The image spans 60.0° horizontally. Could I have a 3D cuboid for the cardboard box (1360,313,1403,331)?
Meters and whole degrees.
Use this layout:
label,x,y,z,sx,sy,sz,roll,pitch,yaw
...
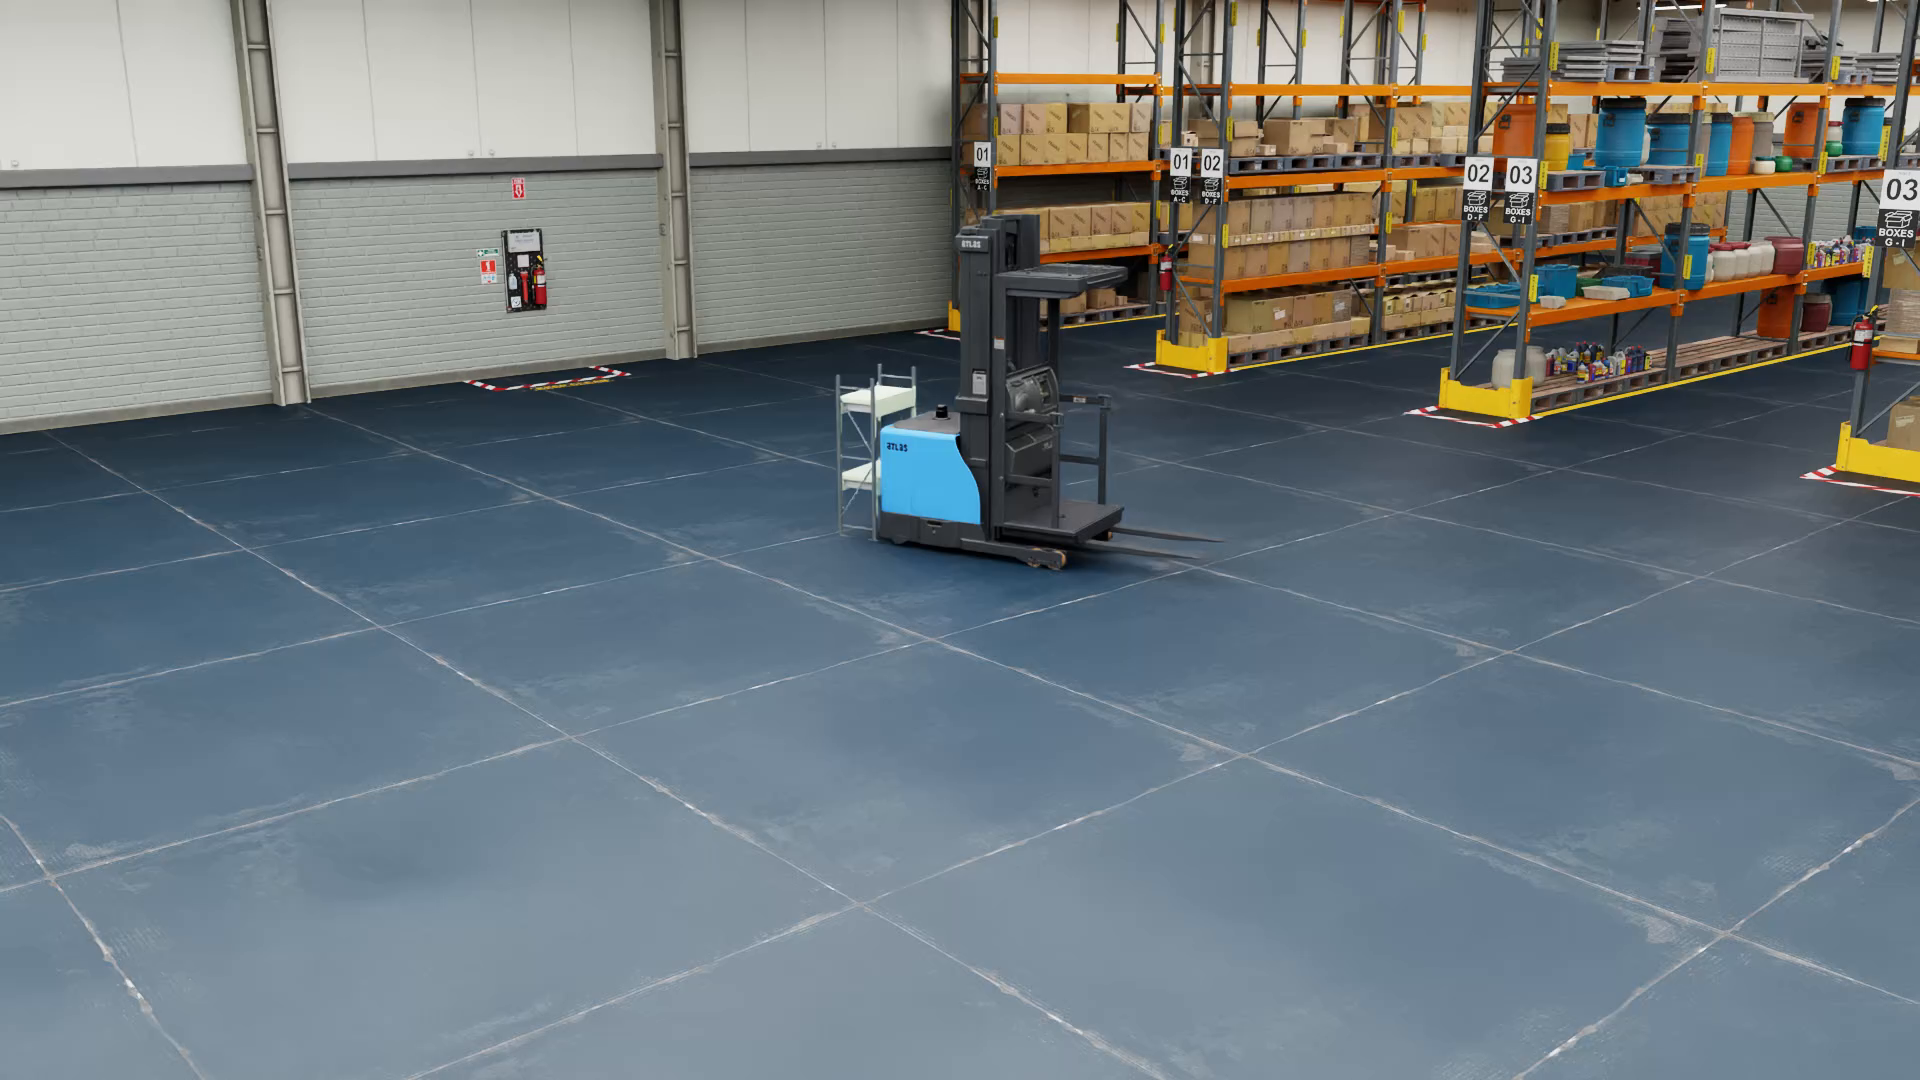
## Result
label,x,y,z,sx,sy,sz,roll,pitch,yaw
cardboard box,6.968,-3.626,27.528,0.500,0.250,0.500,-13,20,-41

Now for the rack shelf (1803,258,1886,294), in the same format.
label,x,y,z,sx,sy,sz,roll,pitch,yaw
rack shelf,14.276,-4.436,27.437,4.000,0.370,1.077,-13,19,-39

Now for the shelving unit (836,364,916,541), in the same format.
label,x,y,z,sx,sy,sz,roll,pitch,yaw
shelving unit,-0.766,-0.823,15.426,0.431,1.500,0.755,8,17,27

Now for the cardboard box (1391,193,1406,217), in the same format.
label,x,y,z,sx,sy,sz,roll,pitch,yaw
cardboard box,9.099,-7.125,35.303,0.500,0.500,0.500,-13,20,-40

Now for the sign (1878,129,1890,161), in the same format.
label,x,y,z,sx,sy,sz,roll,pitch,yaw
sign,9.634,-4.113,17.309,0.005,0.325,0.100,-13,19,-39

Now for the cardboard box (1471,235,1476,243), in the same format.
label,x,y,z,sx,sy,sz,roll,pitch,yaw
cardboard box,8.717,-5.252,29.274,0.500,0.311,0.500,-13,20,-40

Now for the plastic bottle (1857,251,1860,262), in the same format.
label,x,y,z,sx,sy,sz,roll,pitch,yaw
plastic bottle,14.698,-4.662,27.276,0.097,0.201,0.097,0,15,0

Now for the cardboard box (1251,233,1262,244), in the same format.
label,x,y,z,sx,sy,sz,roll,pitch,yaw
cardboard box,4.307,-4.528,24.937,0.250,0.149,0.380,-13,19,-39

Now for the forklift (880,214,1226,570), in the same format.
label,x,y,z,sx,sy,sz,roll,pitch,yaw
forklift,0.816,-1.314,14.490,3.031,2.935,1.130,8,17,27

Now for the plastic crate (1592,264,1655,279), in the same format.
label,x,y,z,sx,sy,sz,roll,pitch,yaw
plastic crate,9.271,-3.673,23.308,0.504,0.338,0.767,-13,19,-39

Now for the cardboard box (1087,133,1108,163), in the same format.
label,x,y,z,sx,sy,sz,roll,pitch,yaw
cardboard box,2.245,-6.885,29.166,0.500,0.500,0.500,-14,20,-41

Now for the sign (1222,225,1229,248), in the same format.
label,x,y,z,sx,sy,sz,roll,pitch,yaw
sign,3.843,-4.402,24.085,0.005,0.325,0.100,-13,19,-39

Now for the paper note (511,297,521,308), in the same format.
label,x,y,z,sx,sy,sz,roll,pitch,yaw
paper note,-6.405,-3.435,24.004,0.142,0.148,0.016,-13,19,-39

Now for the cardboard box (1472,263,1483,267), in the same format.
label,x,y,z,sx,sy,sz,roll,pitch,yaw
cardboard box,11.459,-6.501,37.804,0.500,0.500,0.700,-13,20,-40

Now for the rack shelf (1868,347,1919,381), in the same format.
label,x,y,z,sx,sy,sz,roll,pitch,yaw
rack shelf,11.492,-2.116,18.754,4.000,0.370,1.077,-13,19,-39

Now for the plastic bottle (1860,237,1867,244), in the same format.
label,x,y,z,sx,sy,sz,roll,pitch,yaw
plastic bottle,15.072,-4.876,27.786,0.185,0.351,0.144,-13,19,-39

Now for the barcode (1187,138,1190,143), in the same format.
label,x,y,z,sx,sy,sz,roll,pitch,yaw
barcode,3.394,-5.929,24.696,0.075,0.075,0.001,-13,19,-39

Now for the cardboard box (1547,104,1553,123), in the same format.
label,x,y,z,sx,sy,sz,roll,pitch,yaw
cardboard box,10.236,-7.549,29.755,0.500,0.500,0.500,-13,19,-39

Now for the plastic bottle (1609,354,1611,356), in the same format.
label,x,y,z,sx,sy,sz,roll,pitch,yaw
plastic bottle,8.978,-2.430,22.946,0.133,0.283,0.061,-13,19,-39

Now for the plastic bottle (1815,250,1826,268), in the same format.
label,x,y,z,sx,sy,sz,roll,pitch,yaw
plastic bottle,13.655,-4.473,26.424,0.135,0.276,0.152,-13,19,-39

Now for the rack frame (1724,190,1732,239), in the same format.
label,x,y,z,sx,sy,sz,roll,pitch,yaw
rack frame,15.553,-6.765,34.762,0.127,3.000,1.000,-13,19,-39

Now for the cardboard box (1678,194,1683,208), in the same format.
label,x,y,z,sx,sy,sz,roll,pitch,yaw
cardboard box,14.242,-6.906,33.159,0.500,0.500,0.500,-12,19,-38

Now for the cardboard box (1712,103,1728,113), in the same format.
label,x,y,z,sx,sy,sz,roll,pitch,yaw
cardboard box,15.177,-8.655,33.896,0.500,0.500,0.700,-13,19,-39

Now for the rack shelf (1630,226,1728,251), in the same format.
label,x,y,z,sx,sy,sz,roll,pitch,yaw
rack shelf,14.045,-6.078,33.587,4.000,0.370,1.077,-13,19,-39

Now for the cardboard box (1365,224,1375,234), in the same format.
label,x,y,z,sx,sy,sz,roll,pitch,yaw
cardboard box,6.436,-5.006,26.727,0.250,0.149,0.380,-13,20,-39

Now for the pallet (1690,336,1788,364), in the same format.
label,x,y,z,sx,sy,sz,roll,pitch,yaw
pallet,12.157,-2.973,25.973,1.213,0.211,1.003,-13,19,-39

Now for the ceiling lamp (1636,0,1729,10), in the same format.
label,x,y,z,sx,sy,sz,roll,pitch,yaw
ceiling lamp,15.982,-13.410,36.704,0.800,3.185,2.000,-13,19,-39

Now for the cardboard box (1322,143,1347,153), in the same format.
label,x,y,z,sx,sy,sz,roll,pitch,yaw
cardboard box,5.770,-6.073,25.761,0.250,0.149,0.380,-13,19,-39

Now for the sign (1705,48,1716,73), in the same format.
label,x,y,z,sx,sy,sz,roll,pitch,yaw
sign,10.102,-6.455,22.384,0.005,0.325,0.100,-13,19,-39

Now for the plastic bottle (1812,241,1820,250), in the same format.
label,x,y,z,sx,sy,sz,roll,pitch,yaw
plastic bottle,14.312,-4.862,27.879,0.135,0.276,0.152,-13,19,-39

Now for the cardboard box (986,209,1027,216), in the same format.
label,x,y,z,sx,sy,sz,roll,pitch,yaw
cardboard box,0.786,-5.340,28.227,0.500,0.500,0.500,-13,19,-39

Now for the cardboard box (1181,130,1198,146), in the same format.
label,x,y,z,sx,sy,sz,roll,pitch,yaw
cardboard box,4.176,-7.486,31.009,0.500,0.311,0.500,-12,19,-38

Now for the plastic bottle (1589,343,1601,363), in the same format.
label,x,y,z,sx,sy,sz,roll,pitch,yaw
plastic bottle,8.963,-2.616,23.510,0.185,0.351,0.144,-13,19,-39

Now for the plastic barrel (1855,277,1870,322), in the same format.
label,x,y,z,sx,sy,sz,roll,pitch,yaw
plastic barrel,15.363,-4.222,28.497,0.708,0.901,0.600,-13,19,-39

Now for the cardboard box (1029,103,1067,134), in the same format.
label,x,y,z,sx,sy,sz,roll,pitch,yaw
cardboard box,1.470,-7.190,28.373,0.500,0.500,0.500,-12,19,-38

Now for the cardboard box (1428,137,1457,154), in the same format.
label,x,y,z,sx,sy,sz,roll,pitch,yaw
cardboard box,7.983,-6.623,27.898,0.500,0.250,0.500,14,20,42

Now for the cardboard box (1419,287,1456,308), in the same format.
label,x,y,z,sx,sy,sz,roll,pitch,yaw
cardboard box,8.135,-4.159,28.437,0.500,0.311,0.500,-12,19,-38

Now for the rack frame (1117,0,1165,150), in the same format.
label,x,y,z,sx,sy,sz,roll,pitch,yaw
rack frame,3.246,-8.594,29.986,0.127,3.000,1.000,-13,19,-39

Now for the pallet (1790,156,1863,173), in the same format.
label,x,y,z,sx,sy,sz,roll,pitch,yaw
pallet,13.408,-5.913,26.127,1.213,0.211,1.003,-13,19,-39

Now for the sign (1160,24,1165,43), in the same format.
label,x,y,z,sx,sy,sz,roll,pitch,yaw
sign,3.589,-8.975,29.448,0.005,0.325,0.100,-13,19,-39

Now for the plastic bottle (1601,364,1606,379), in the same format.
label,x,y,z,sx,sy,sz,roll,pitch,yaw
plastic bottle,8.713,-2.288,22.573,0.097,0.201,0.097,0,15,0

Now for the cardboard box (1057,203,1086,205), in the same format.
label,x,y,z,sx,sy,sz,roll,pitch,yaw
cardboard box,1.982,-5.786,29.897,0.500,0.500,0.500,-12,19,-38

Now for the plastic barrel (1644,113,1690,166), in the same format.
label,x,y,z,sx,sy,sz,roll,pitch,yaw
plastic barrel,9.991,-5.587,23.568,0.708,0.901,0.600,-13,19,-39

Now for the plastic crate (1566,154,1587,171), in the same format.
label,x,y,z,sx,sy,sz,roll,pitch,yaw
plastic crate,7.973,-4.912,22.046,0.575,0.384,0.392,-13,19,-39

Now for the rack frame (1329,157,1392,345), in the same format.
label,x,y,z,sx,sy,sz,roll,pitch,yaw
rack frame,6.501,-4.732,27.152,0.127,3.000,1.000,-13,19,-39

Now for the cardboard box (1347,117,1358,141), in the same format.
label,x,y,z,sx,sy,sz,roll,pitch,yaw
cardboard box,7.748,-8.454,34.228,0.500,0.500,0.700,-13,20,-39

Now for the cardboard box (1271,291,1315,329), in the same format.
label,x,y,z,sx,sy,sz,roll,pitch,yaw
cardboard box,5.167,-3.592,25.946,0.500,0.500,0.500,-13,19,-39

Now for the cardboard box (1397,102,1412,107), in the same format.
label,x,y,z,sx,sy,sz,roll,pitch,yaw
cardboard box,9.655,-9.205,35.915,0.500,0.500,0.500,-13,20,-40

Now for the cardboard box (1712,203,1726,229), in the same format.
label,x,y,z,sx,sy,sz,roll,pitch,yaw
cardboard box,15.394,-6.684,34.267,0.500,0.500,0.500,-12,19,-38

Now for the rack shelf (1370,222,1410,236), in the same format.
label,x,y,z,sx,sy,sz,roll,pitch,yaw
rack shelf,7.773,-6.364,34.658,4.000,0.370,1.077,-13,19,-39

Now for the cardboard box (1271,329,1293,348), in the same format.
label,x,y,z,sx,sy,sz,roll,pitch,yaw
cardboard box,4.786,-3.146,25.730,0.500,0.250,0.500,-13,19,-39

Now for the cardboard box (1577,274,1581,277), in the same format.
label,x,y,z,sx,sy,sz,roll,pitch,yaw
cardboard box,11.213,-4.699,31.020,0.500,0.500,0.500,-14,20,-41

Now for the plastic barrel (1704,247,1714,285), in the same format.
label,x,y,z,sx,sy,sz,roll,pitch,yaw
plastic barrel,10.615,-3.952,23.969,0.433,0.535,0.433,0,15,0
